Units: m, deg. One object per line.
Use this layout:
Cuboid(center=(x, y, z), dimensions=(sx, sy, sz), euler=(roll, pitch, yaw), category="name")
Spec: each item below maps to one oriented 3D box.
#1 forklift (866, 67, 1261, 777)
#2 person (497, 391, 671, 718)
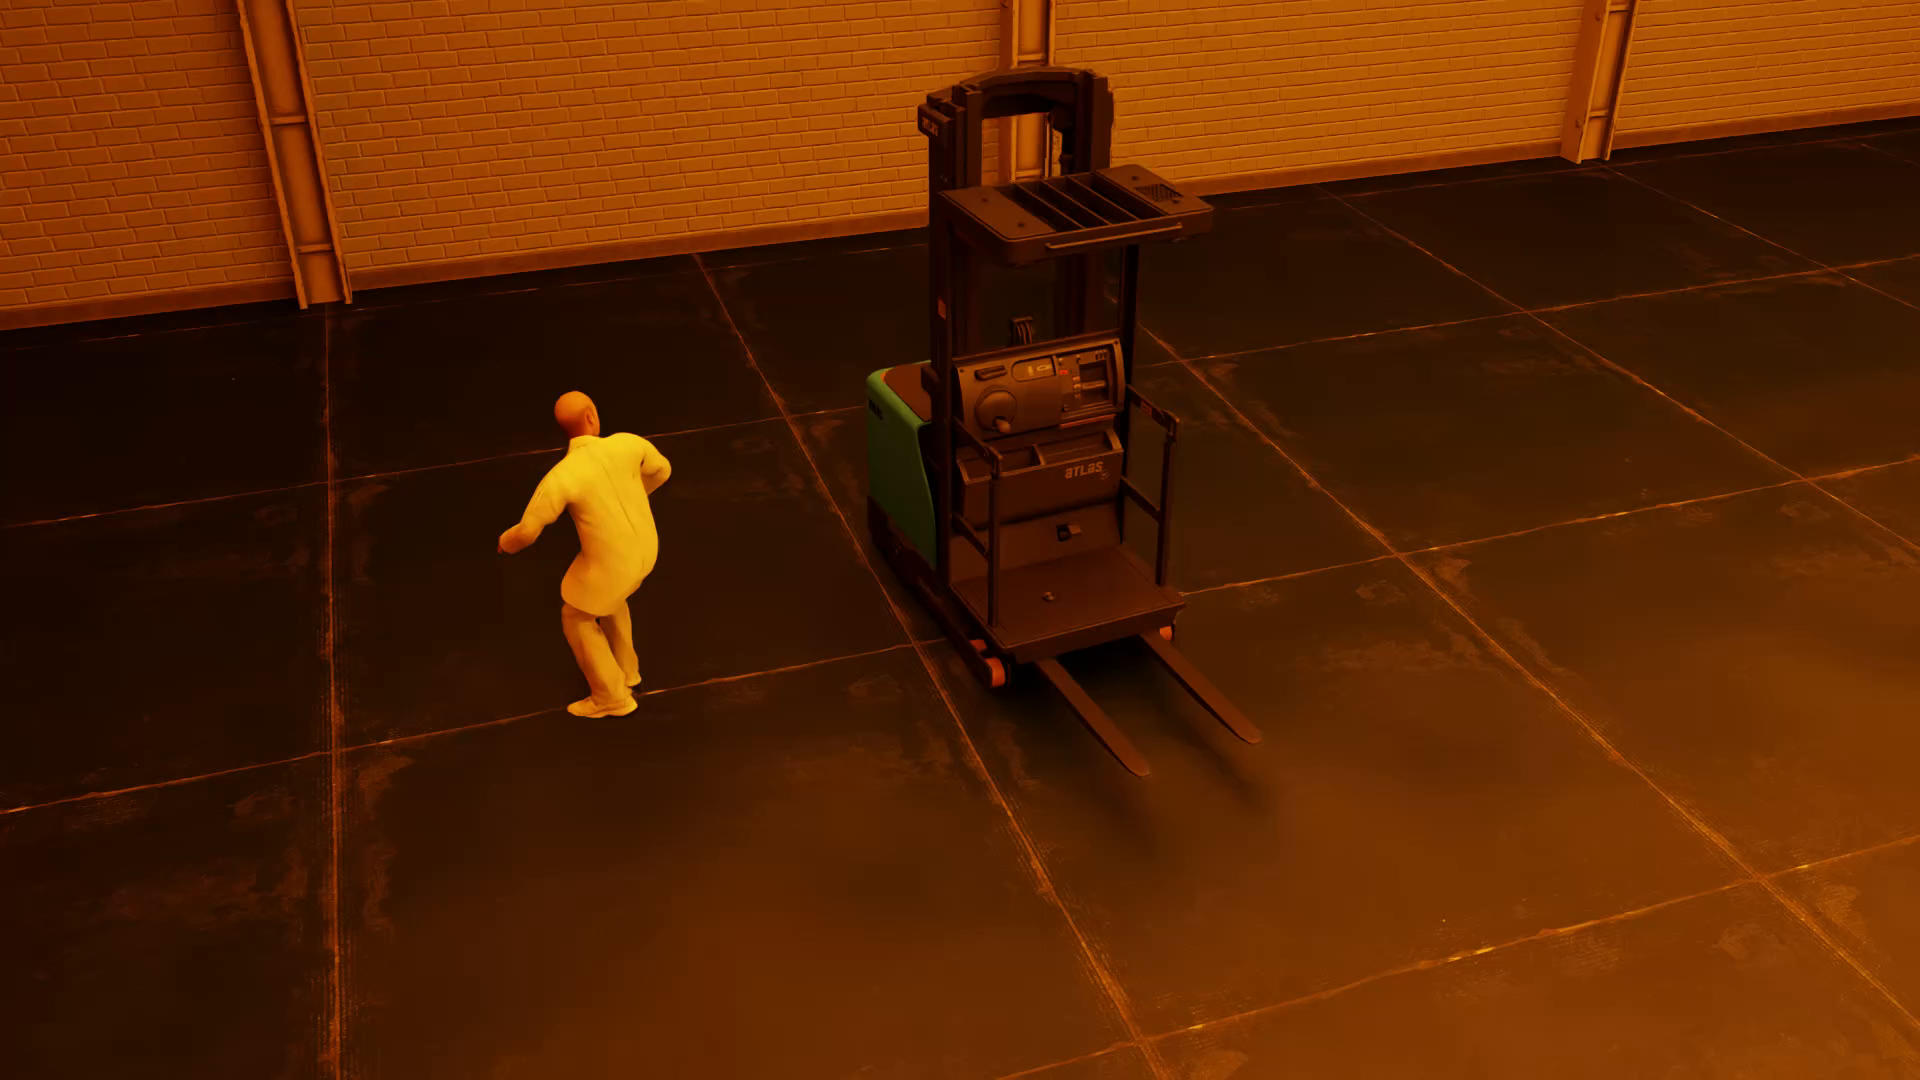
Cuboid(center=(0.511, -0.741, 8.375), dimensions=(1.130, 2.935, 3.031), euler=(-13, 32, -21), category="forklift")
Cuboid(center=(-1.855, 0.043, 8.283), dimensions=(0.678, 1.728, 0.836), euler=(20, 35, 30), category="person")
